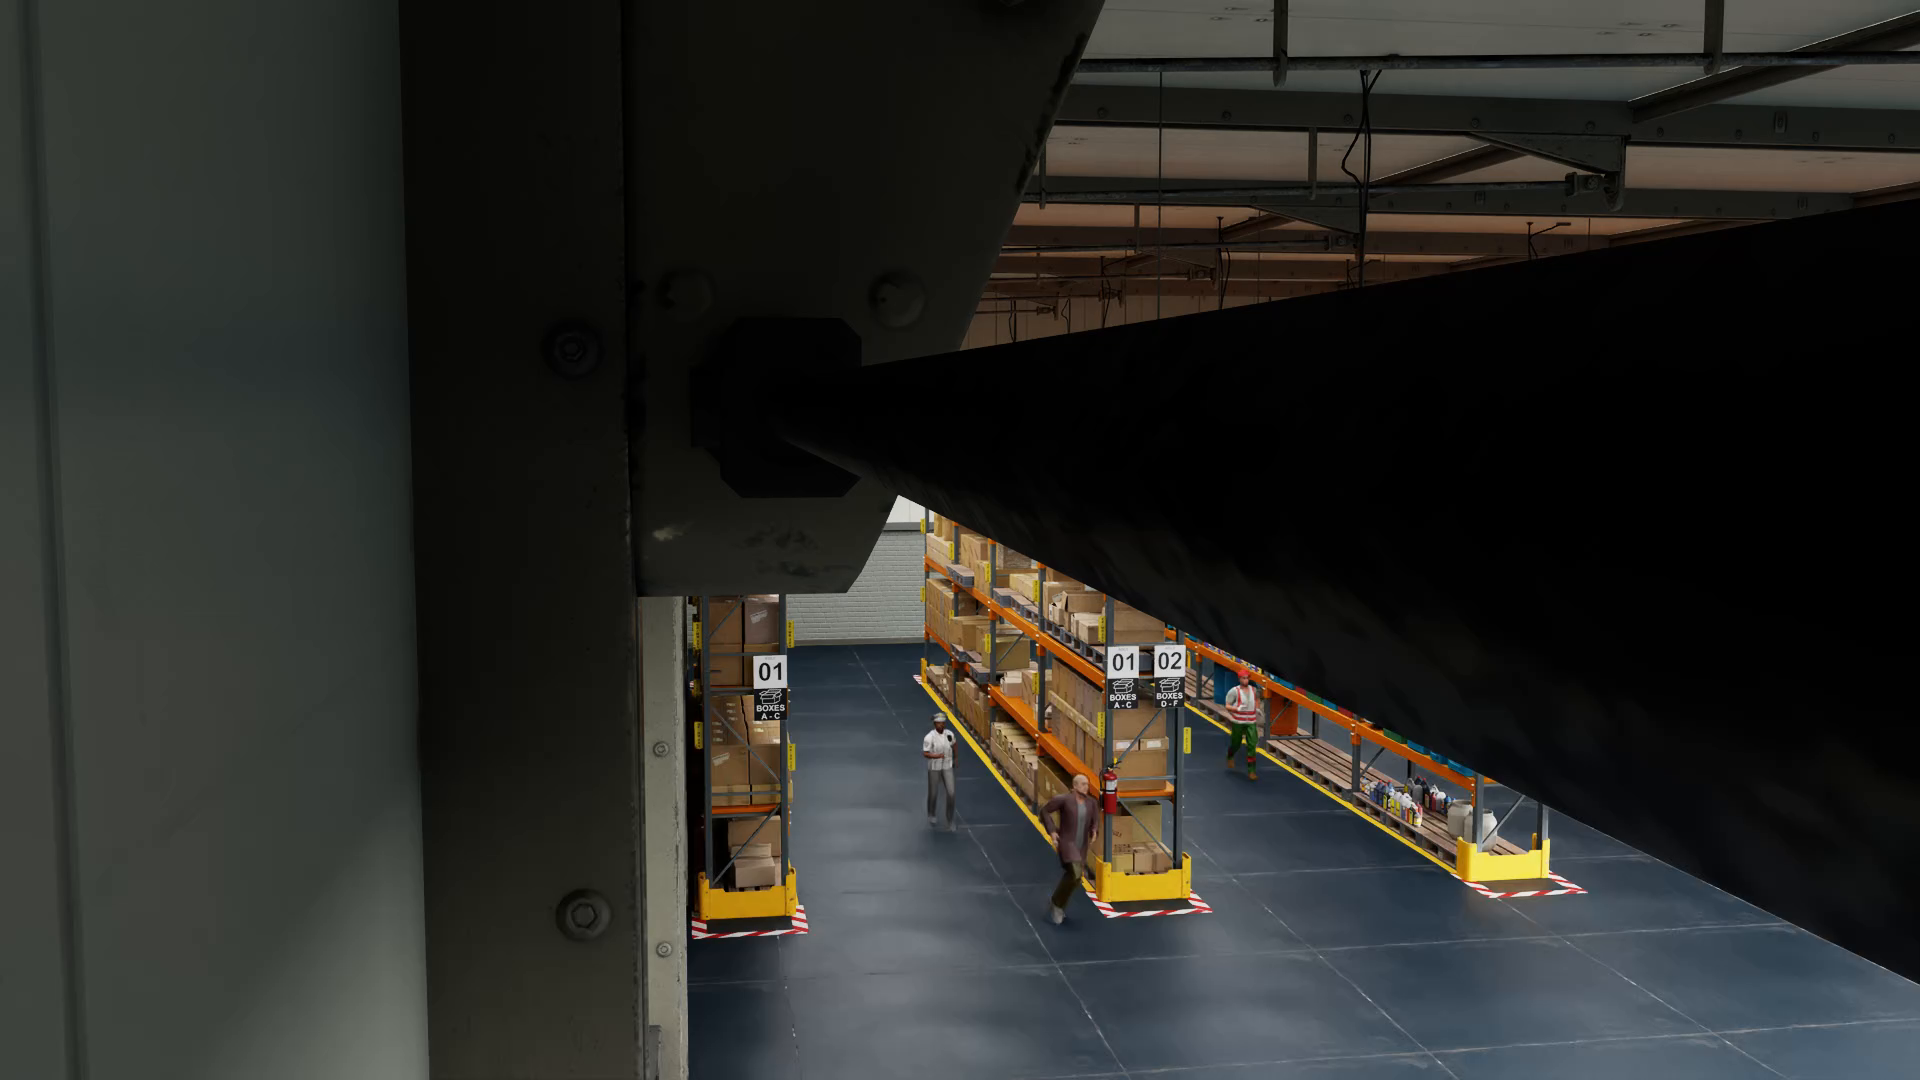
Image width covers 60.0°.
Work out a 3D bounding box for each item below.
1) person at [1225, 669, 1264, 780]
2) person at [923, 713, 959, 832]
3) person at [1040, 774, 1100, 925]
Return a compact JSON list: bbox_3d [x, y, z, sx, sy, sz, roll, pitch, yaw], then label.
[{"bbox_3d":[4.677,3.010,27.400,0.662,1.766,0.993,-1,5,-10],"label":"person"},{"bbox_3d":[-0.269,3.369,24.175,0.568,1.745,0.739,-1,5,-13],"label":"person"},{"bbox_3d":[1.385,3.707,20.038,0.697,1.756,0.694,-3,6,-34],"label":"person"}]
